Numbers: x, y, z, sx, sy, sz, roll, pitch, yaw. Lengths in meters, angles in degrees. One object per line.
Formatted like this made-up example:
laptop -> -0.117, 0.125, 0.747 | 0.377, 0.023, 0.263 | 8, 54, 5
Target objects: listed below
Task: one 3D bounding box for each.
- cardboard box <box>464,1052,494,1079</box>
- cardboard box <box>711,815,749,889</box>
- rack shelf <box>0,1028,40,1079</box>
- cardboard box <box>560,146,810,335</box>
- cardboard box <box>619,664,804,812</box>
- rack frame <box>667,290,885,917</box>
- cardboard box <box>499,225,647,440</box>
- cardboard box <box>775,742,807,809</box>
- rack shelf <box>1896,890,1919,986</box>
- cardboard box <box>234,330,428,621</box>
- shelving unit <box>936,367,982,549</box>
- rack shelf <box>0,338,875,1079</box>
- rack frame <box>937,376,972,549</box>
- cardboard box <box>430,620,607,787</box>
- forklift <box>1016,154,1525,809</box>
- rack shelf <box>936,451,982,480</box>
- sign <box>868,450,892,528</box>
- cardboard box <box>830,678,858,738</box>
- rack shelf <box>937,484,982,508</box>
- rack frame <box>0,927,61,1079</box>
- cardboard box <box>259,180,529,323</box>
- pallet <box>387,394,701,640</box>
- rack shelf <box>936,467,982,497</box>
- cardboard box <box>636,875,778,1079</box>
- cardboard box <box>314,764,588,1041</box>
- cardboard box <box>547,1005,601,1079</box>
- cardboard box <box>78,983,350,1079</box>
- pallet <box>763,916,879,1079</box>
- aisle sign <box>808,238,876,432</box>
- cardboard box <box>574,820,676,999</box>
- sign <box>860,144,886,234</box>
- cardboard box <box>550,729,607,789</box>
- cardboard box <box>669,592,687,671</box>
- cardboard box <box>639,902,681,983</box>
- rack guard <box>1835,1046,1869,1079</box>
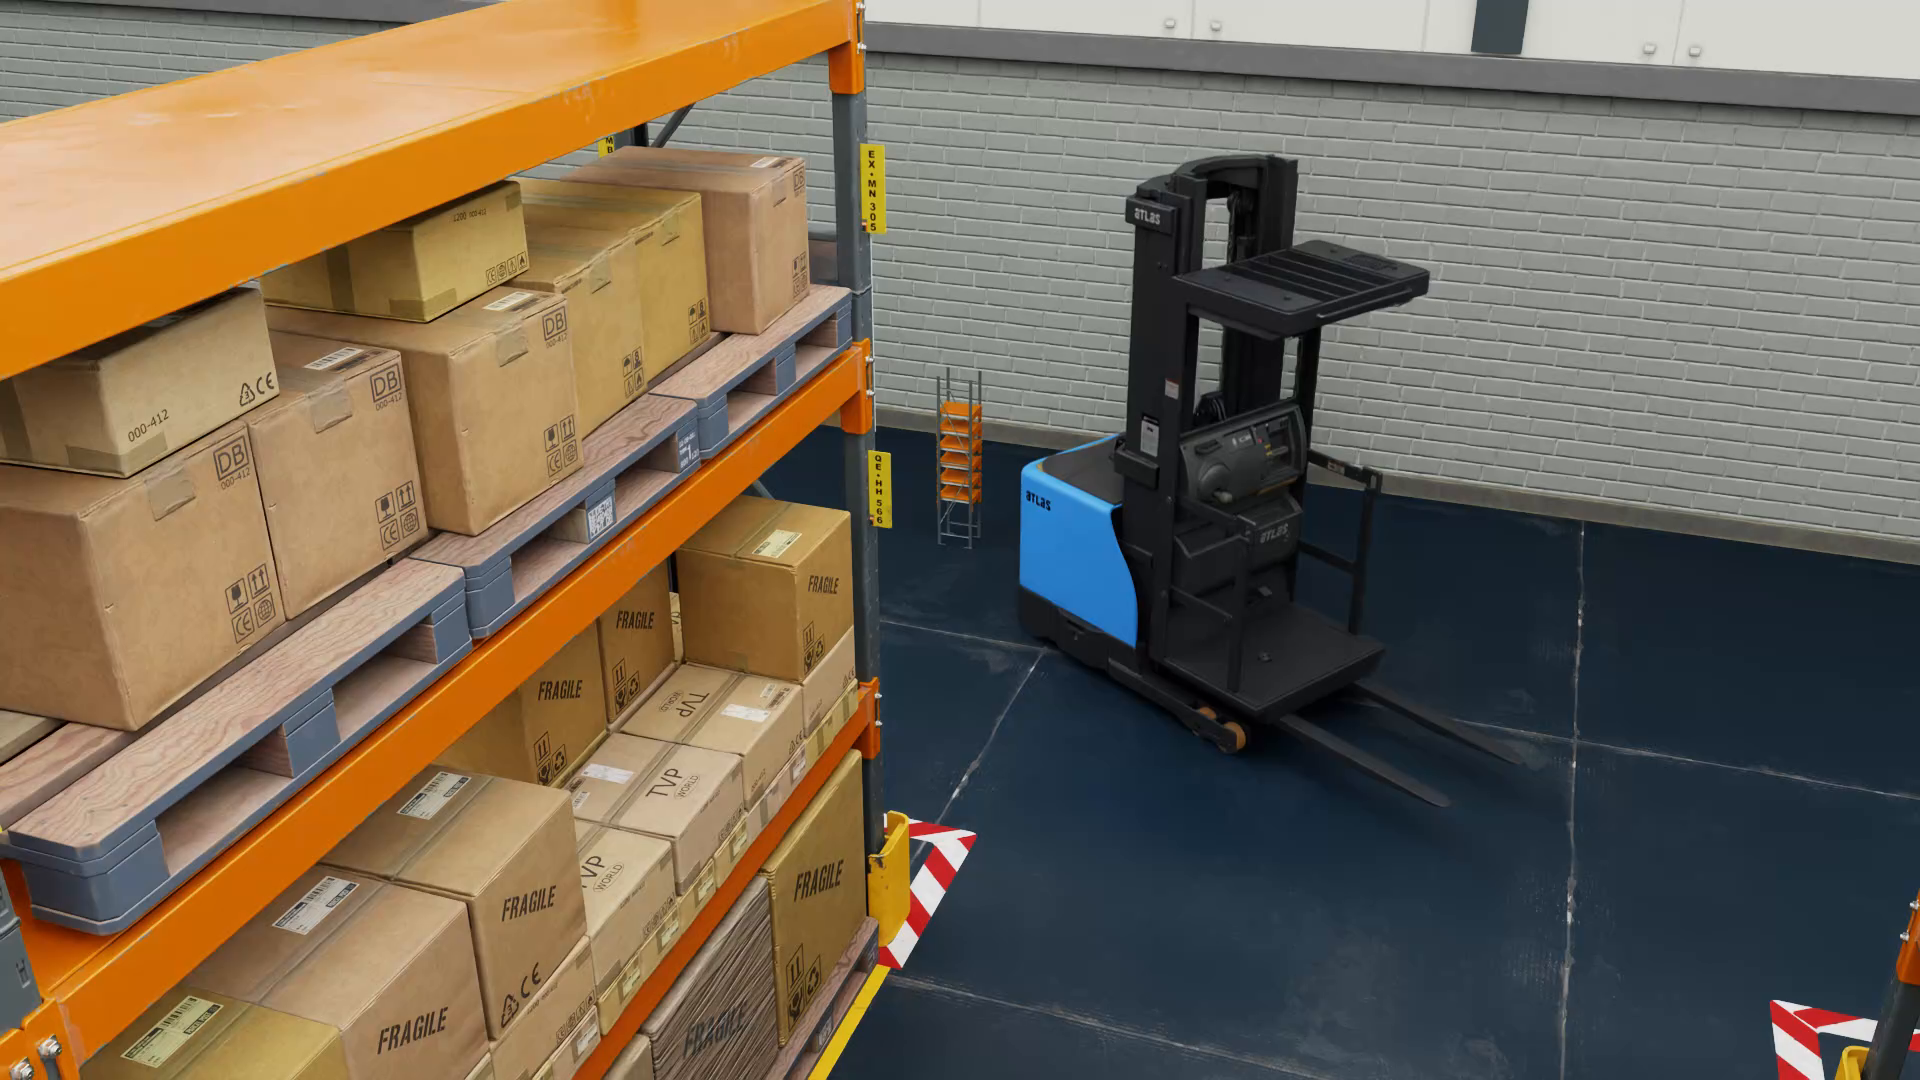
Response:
cardboard box -> -1.586, 1.561, 4.414 | 0.500, 0.250, 0.500 | 9, 27, 17
cardboard box -> -0.975, 1.070, 5.887 | 0.380, 0.149, 0.250 | 8, 27, 16
rack shelf -> -2.825, 1.782, 1.511 | 1.077, 0.370, 4.000 | 9, 27, 17
cardboard box -> -0.951, -1.065, 5.854 | 0.700, 0.500, 0.500 | 7, 27, 14
cardboard box -> -0.909, 0.722, 6.147 | 0.500, 0.250, 0.500 | 8, 27, 17
rack frame -> -0.828, 0.343, 7.100 | 1.000, 3.000, 0.127 | 9, 27, 17
cardboard box -> -1.378, -0.632, 4.959 | 0.700, 0.500, 0.500 | 7, 27, 14
cardboard box -> -0.806, 0.860, 6.319 | 0.380, 0.149, 0.250 | 9, 27, 18
rack shelf -> 3.150, 2.249, 3.988 | 1.077, 0.370, 4.000 | 9, 27, 17
cardboard box -> -1.773, -0.193, 4.054 | 0.700, 0.500, 0.500 | 10, 28, 20
shelving unit -> -0.005, -0.534, 10.976 | 0.258, 1.200, 0.189 | 9, 27, 17
rack shelf -> -1.494, 0.138, 4.906 | 1.077, 0.370, 4.000 | 9, 27, 17
rack frame -> -0.035, -0.496, 10.899 | 0.240, 1.200, 0.006 | 9, 27, 17
cardboard box -> -1.576, 0.516, 5.712 | 0.500, 0.500, 0.500 | 8, 27, 16
forklift -> 1.658, -0.424, 8.763 | 1.130, 2.935, 3.031 | -19, 32, -34
rack shelf -> -0.005, -0.494, 10.996 | 0.258, 0.103, 0.180 | 9, 27, 17
sign -> -0.321, -0.201, 6.622 | 0.100, 0.325, 0.005 | 9, 27, 17
cardboard box -> -0.636, 0.650, 6.754 | 0.380, 0.149, 0.250 | 9, 27, 18
rack shelf -> -0.005, -0.278, 11.100 | 0.258, 0.103, 0.180 | 9, 27, 17
rack frame -> -2.160, 1.987, 3.705 | 1.000, 3.000, 0.127 | 9, 27, 17
cardboard box -> -1.510, -0.795, 4.436 | 0.500, 0.250, 0.500 | 8, 27, 16
pallet -> -1.470, -0.158, 4.794 | 1.003, 0.211, 1.213 | 9, 27, 17
rack shelf -> -0.005, -0.386, 11.048 | 0.258, 0.103, 0.180 | 9, 27, 17
cardboard box -> -1.269, 1.759, 6.132 | 0.875, 0.875, 0.875 | 9, 27, 17
cardboard box -> -1.419, 1.007, 4.698 | 0.500, 0.500, 0.500 | 8, 27, 16
cardboard box -> -1.317, 1.494, 5.011 | 0.380, 0.149, 0.250 | 9, 27, 18
cardboard box -> -1.759, 1.423, 3.839 | 0.500, 0.500, 0.500 | 9, 27, 17
pallet -> -1.021, 1.938, 7.006 | 1.003, 0.211, 1.213 | 9, 27, 17
aisle sign -> -0.522, -0.813, 6.505 | 0.394, 0.787, 0.004 | 9, 27, 17
cardboard box -> -1.247, 1.146, 5.271 | 0.500, 0.250, 0.500 | 9, 27, 18
sign -> -0.321, -1.286, 6.096 | 0.100, 0.325, 0.005 | 9, 27, 17
cardboard box -> -1.580, 0.855, 5.873 | 0.500, 0.250, 0.500 | 8, 27, 16
cardboard box -> -1.243, 0.434, 6.741 | 0.500, 0.250, 0.500 | 8, 27, 16
cardboard box -> -1.145, 1.278, 5.457 | 0.380, 0.149, 0.250 | 9, 27, 18
rack guard -> 3.790, 2.260, 6.009 | 1.175, 0.500, 0.348 | 9, 27, 17
